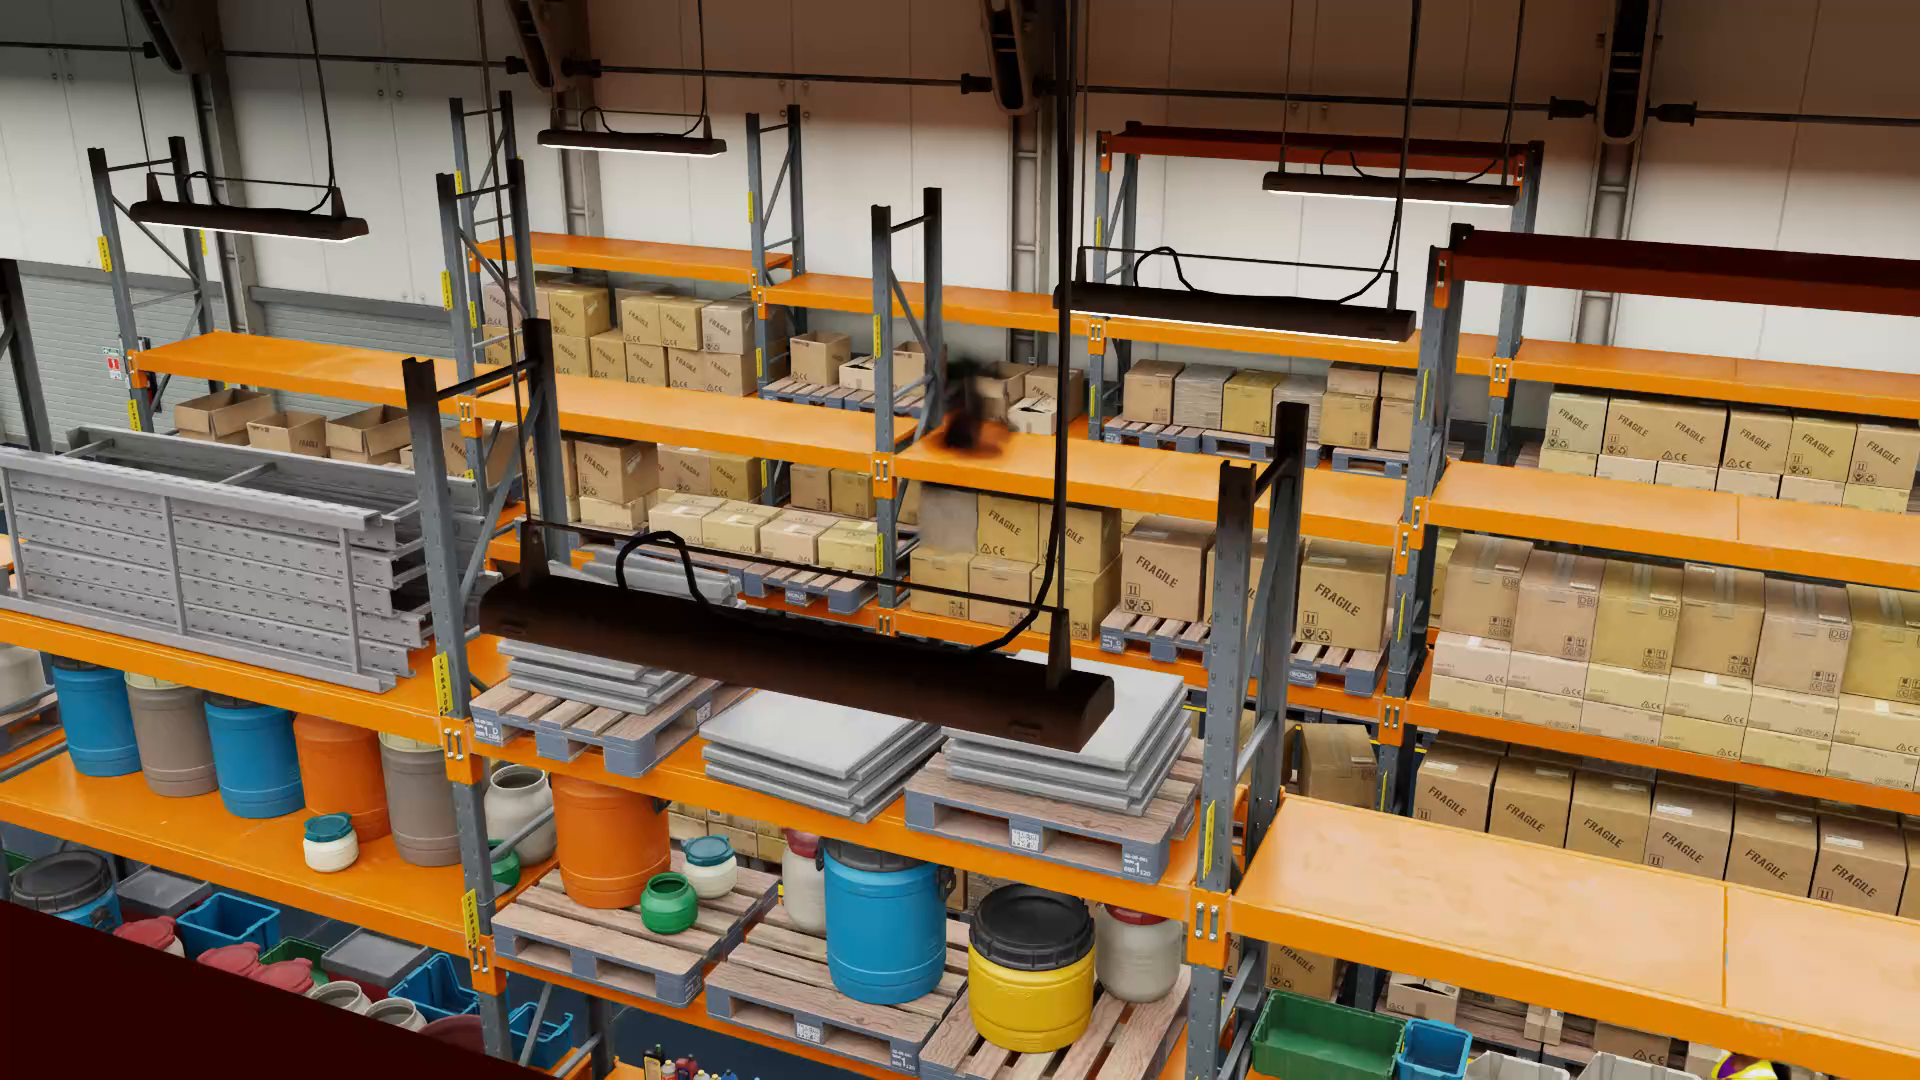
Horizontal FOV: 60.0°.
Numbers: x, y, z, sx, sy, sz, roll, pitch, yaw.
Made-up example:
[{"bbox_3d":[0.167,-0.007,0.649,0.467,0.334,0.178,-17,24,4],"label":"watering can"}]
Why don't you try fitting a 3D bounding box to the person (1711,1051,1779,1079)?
[{"bbox_3d":[4.879,3.713,10.396,0.613,1.732,0.727,3,21,8],"label":"person"}]
